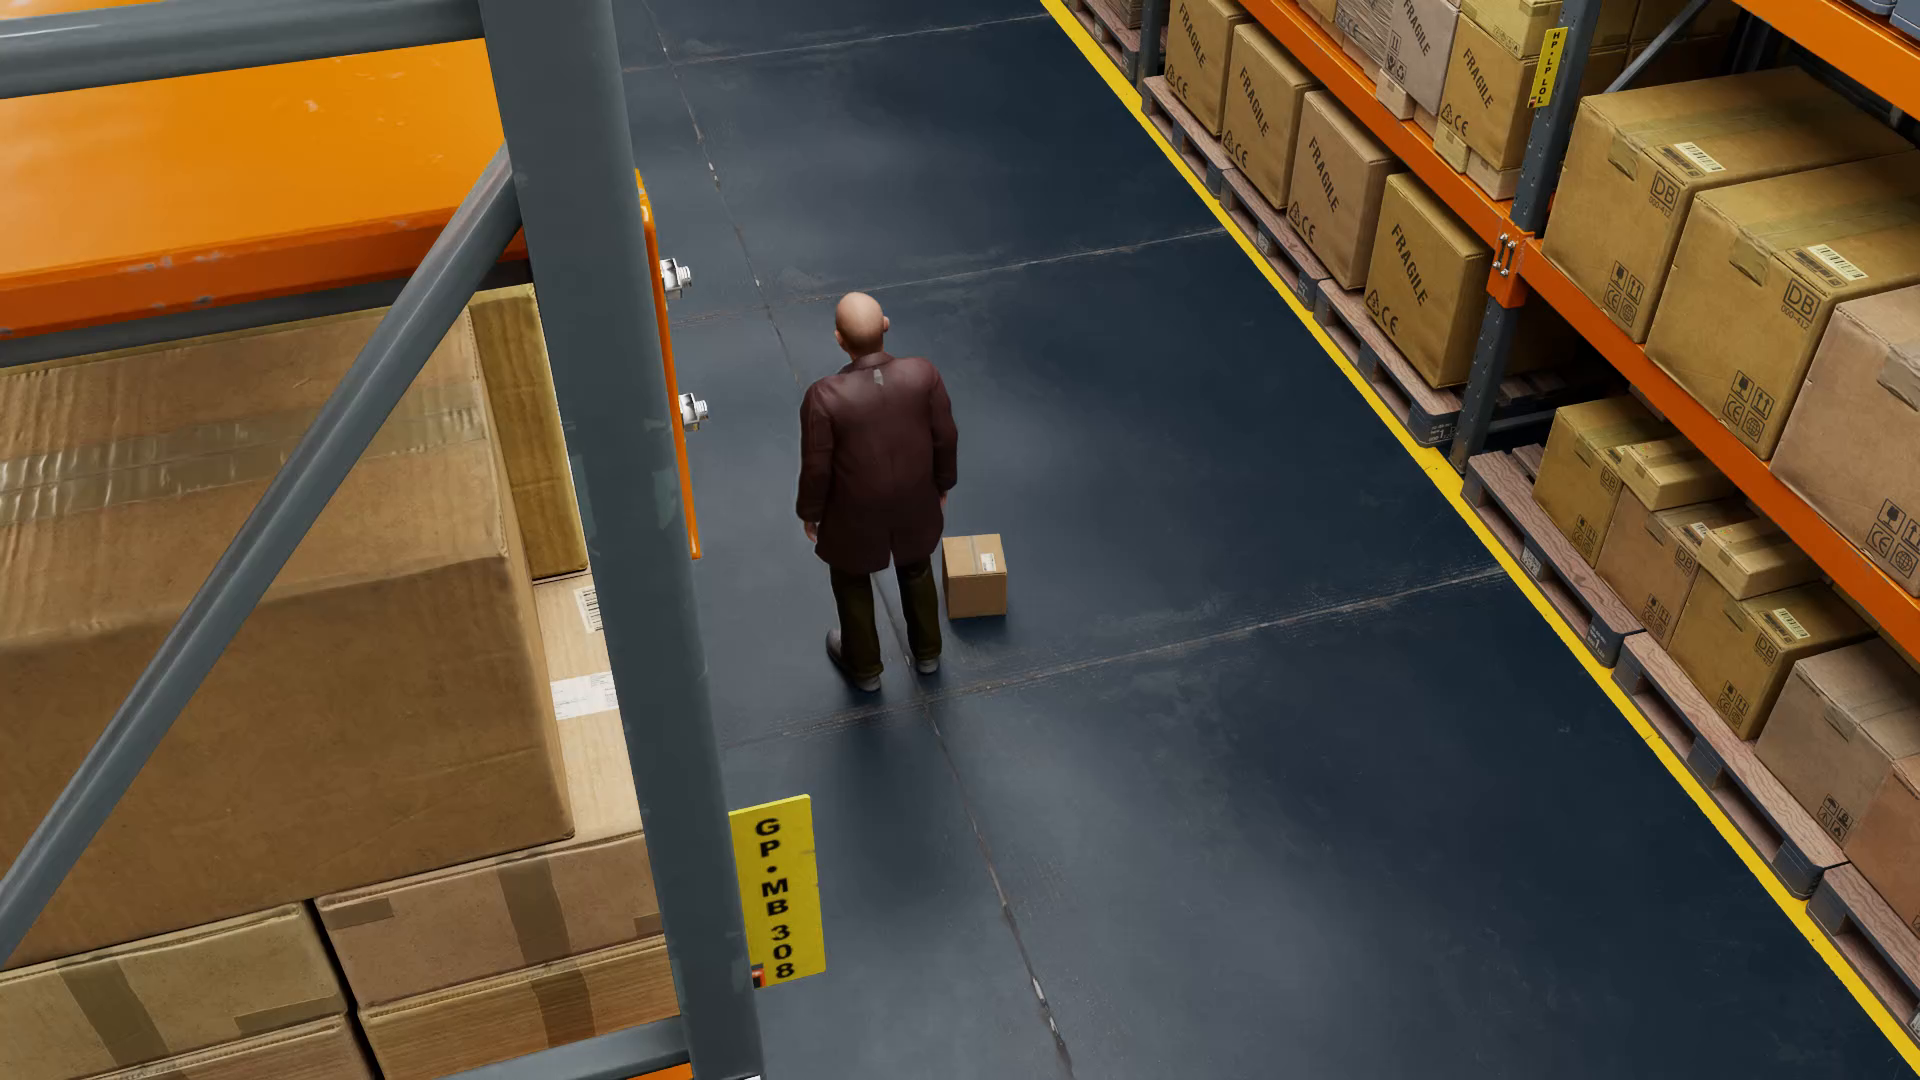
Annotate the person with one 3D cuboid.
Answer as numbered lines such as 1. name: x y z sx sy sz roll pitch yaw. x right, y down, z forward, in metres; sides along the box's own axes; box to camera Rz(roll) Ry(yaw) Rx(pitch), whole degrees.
1. person: -0.315 -0.159 6.350 0.639 1.773 0.429 -14 44 -16
